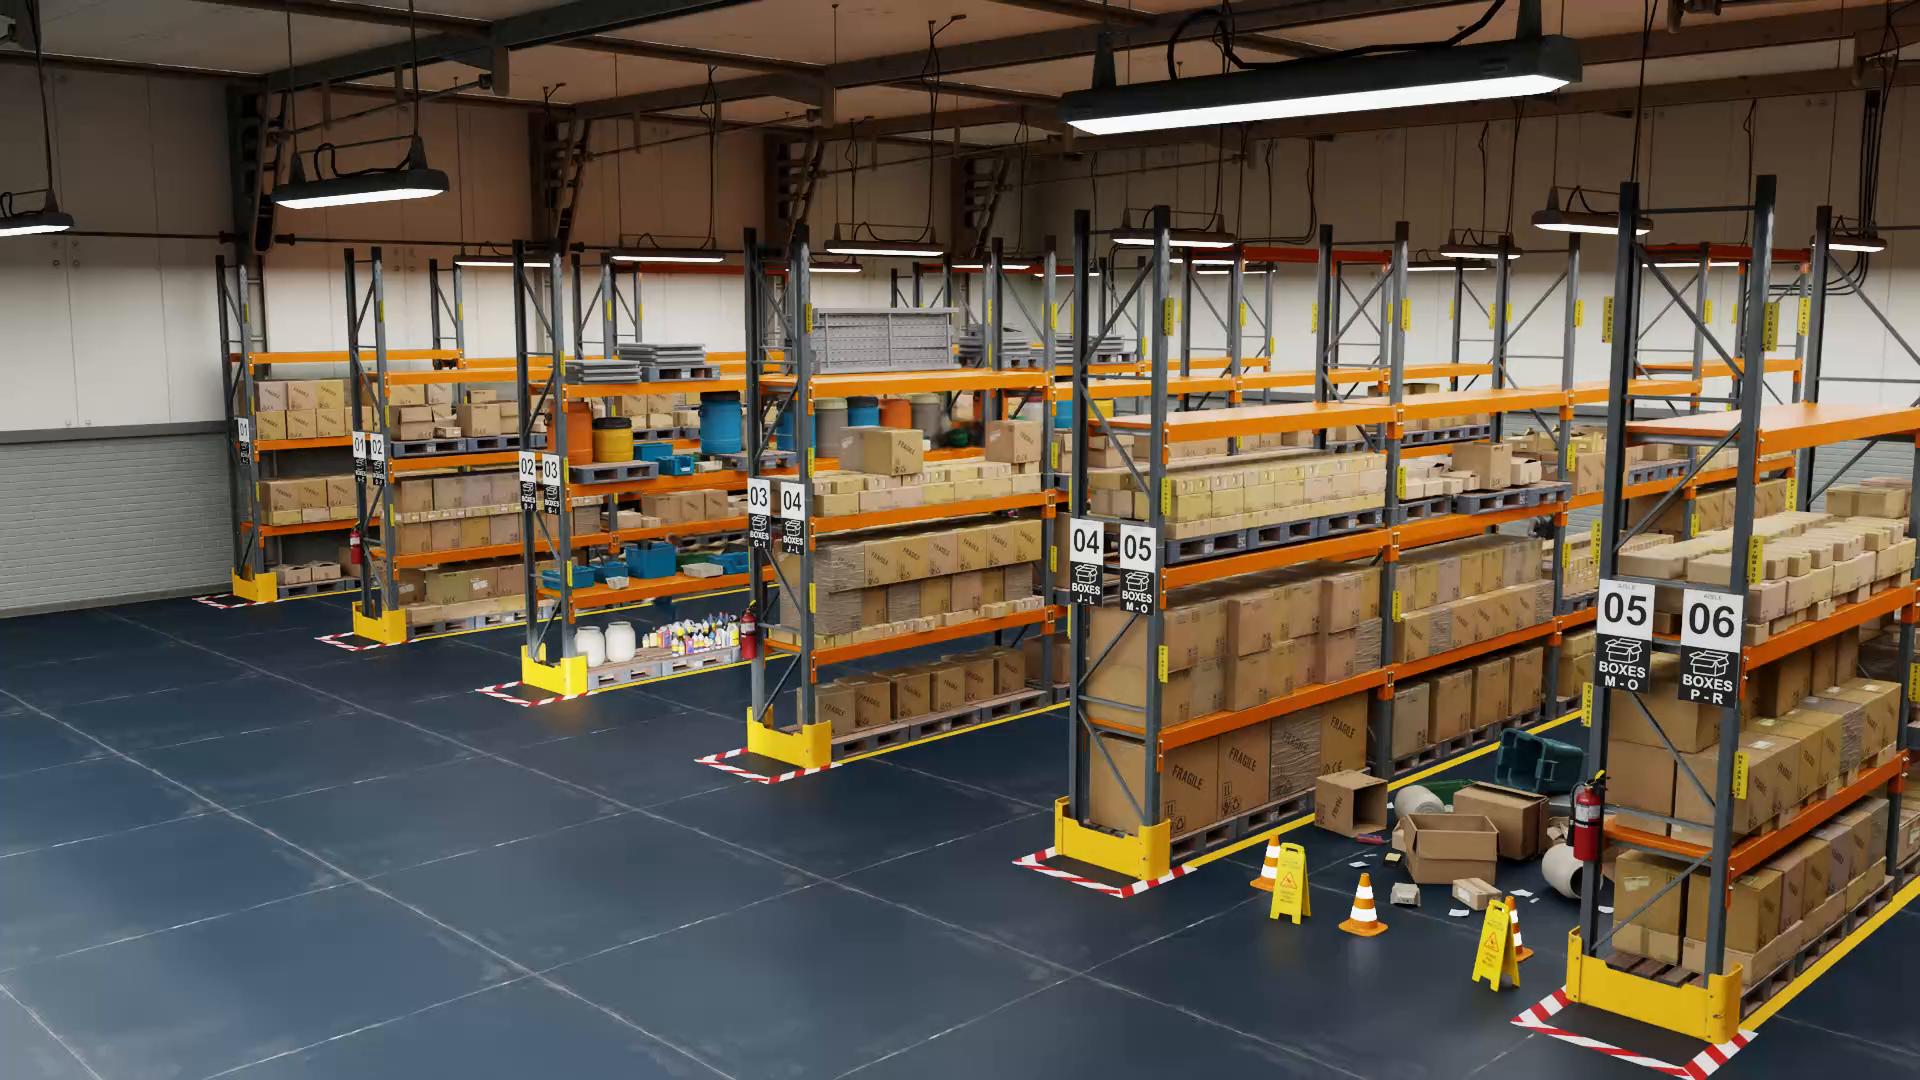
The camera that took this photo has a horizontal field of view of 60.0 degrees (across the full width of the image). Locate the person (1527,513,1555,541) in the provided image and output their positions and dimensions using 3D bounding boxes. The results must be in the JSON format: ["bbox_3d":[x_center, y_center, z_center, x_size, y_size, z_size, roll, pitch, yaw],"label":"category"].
[{"bbox_3d":[10.533,0.106,29.973,0.704,1.689,0.665,-2,8,-12],"label":"person"}]

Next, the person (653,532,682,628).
[{"bbox_3d":[-4.602,0.656,26.062,0.503,1.552,0.493,7,10,39],"label":"person"}]

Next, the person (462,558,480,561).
[{"bbox_3d":[-8.570,0.242,29.344,0.568,1.632,0.864,5,10,34],"label":"person"}]
